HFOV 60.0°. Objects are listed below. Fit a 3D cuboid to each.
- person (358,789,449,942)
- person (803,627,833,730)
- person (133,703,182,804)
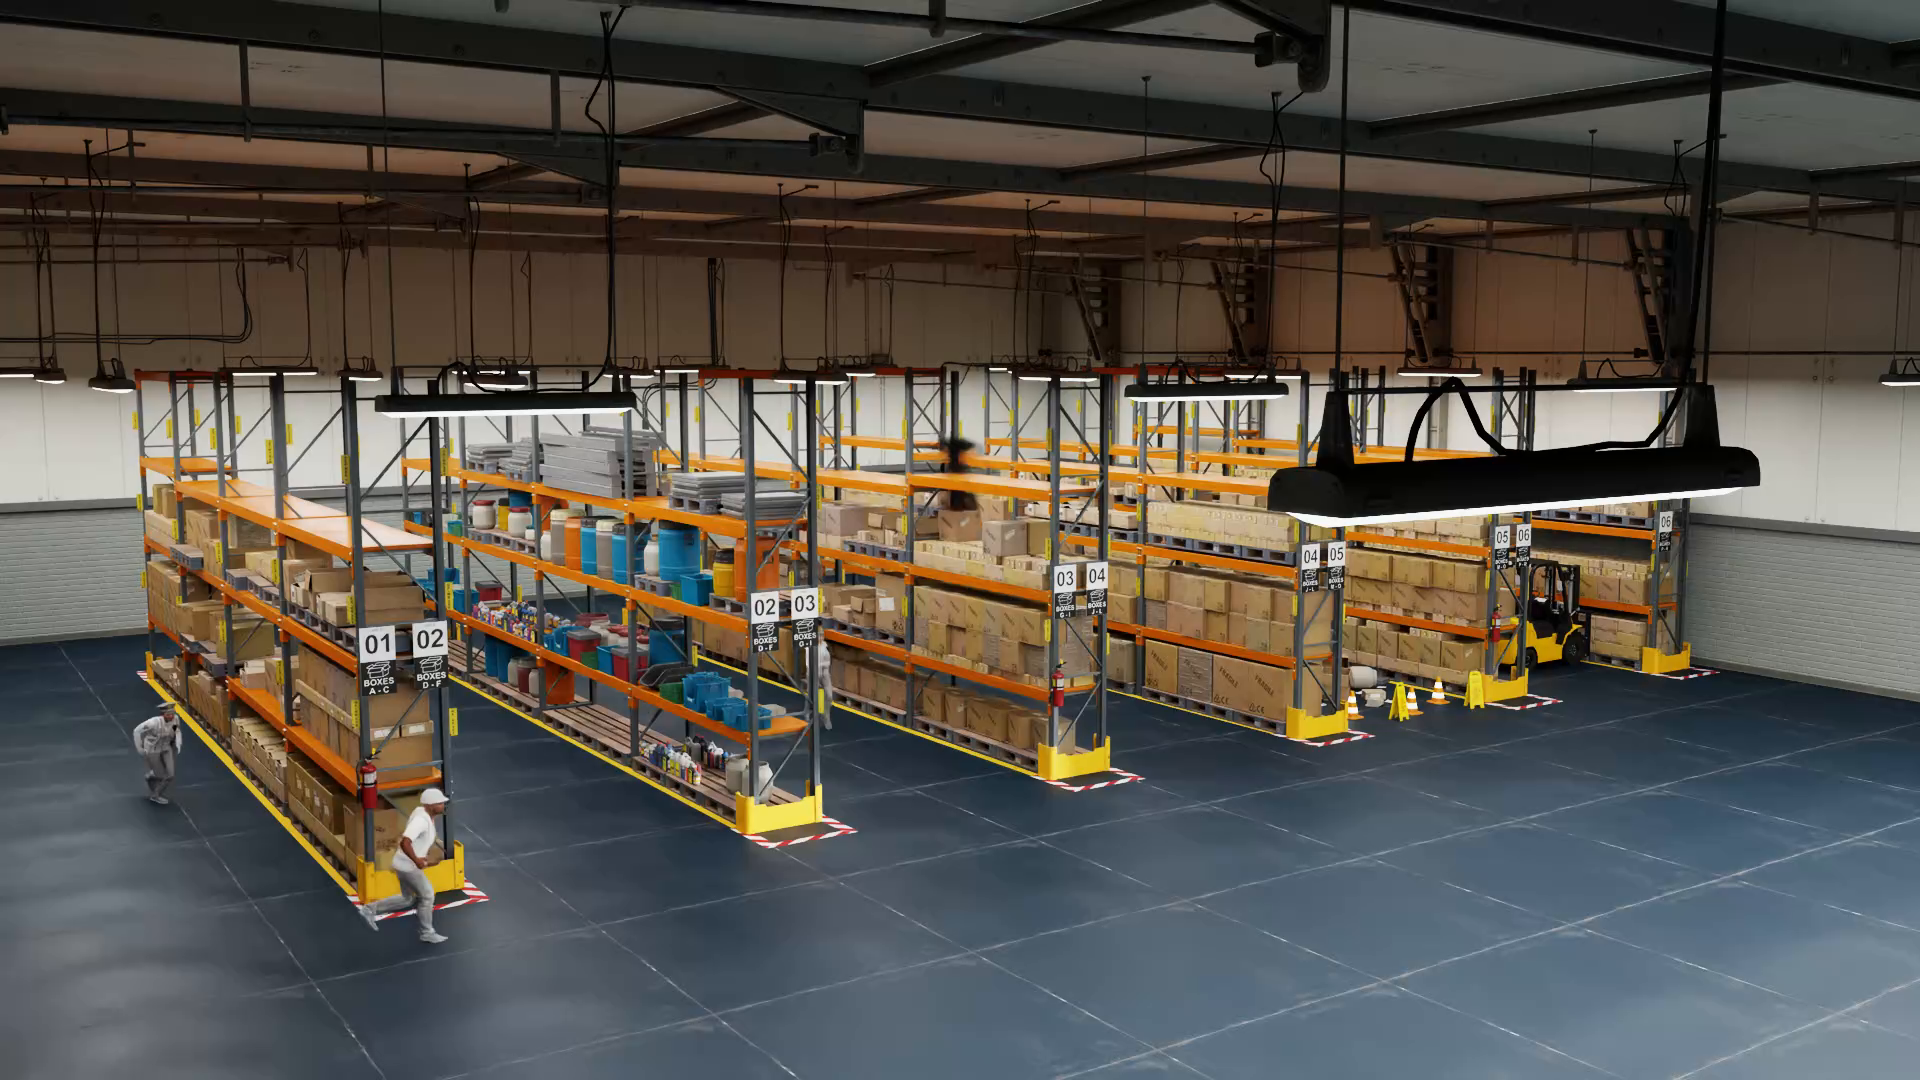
[{"bbox_3d":[-5.940,3.514,17.750,0.975,1.710,0.708,-1,7,-9],"label":"person"},{"bbox_3d":[-2.393,2.323,28.099,0.565,1.746,0.830,-4,8,-33],"label":"person"},{"bbox_3d":[-11.246,2.984,23.294,0.816,1.490,0.639,5,8,38],"label":"person"}]
